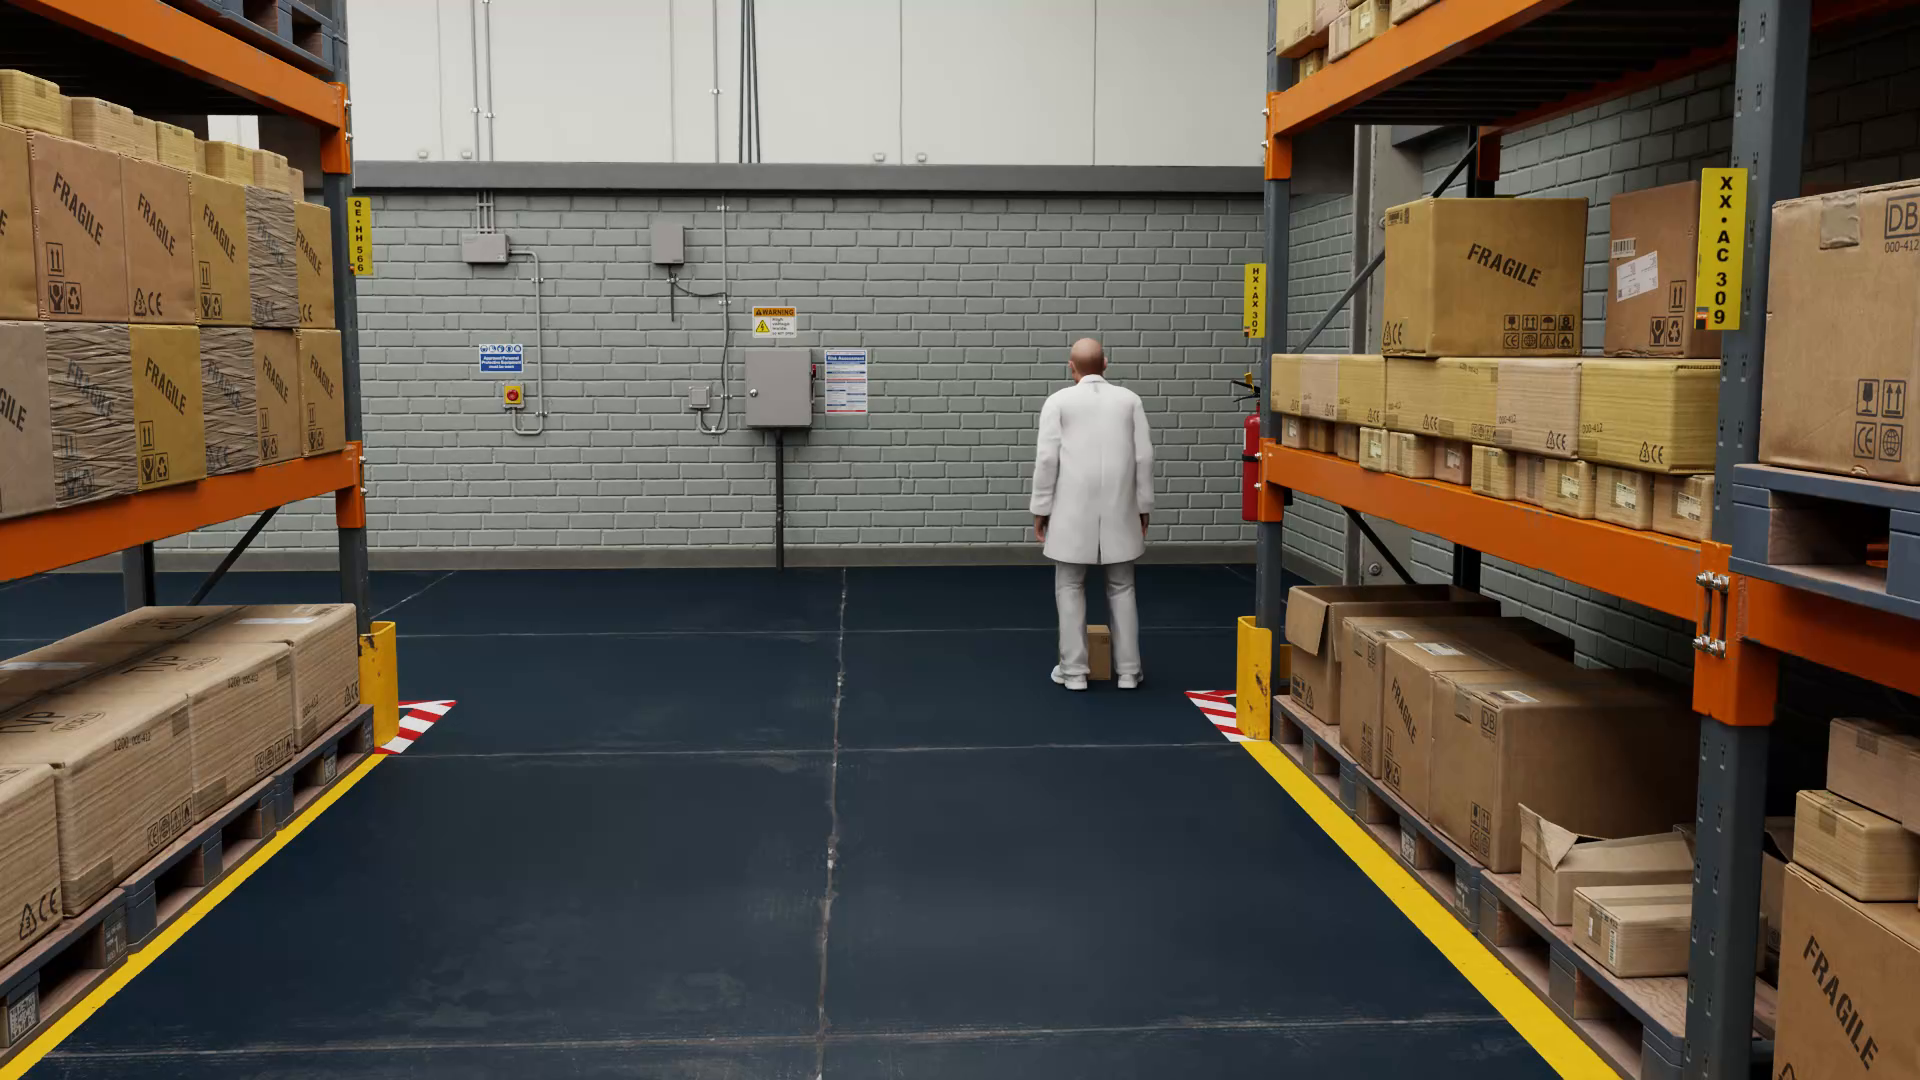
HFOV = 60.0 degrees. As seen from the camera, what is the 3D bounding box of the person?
[{"bbox_3d":[0.671,-0.134,8.446,0.648,1.772,0.429,-1,7,-7],"label":"person"}]
